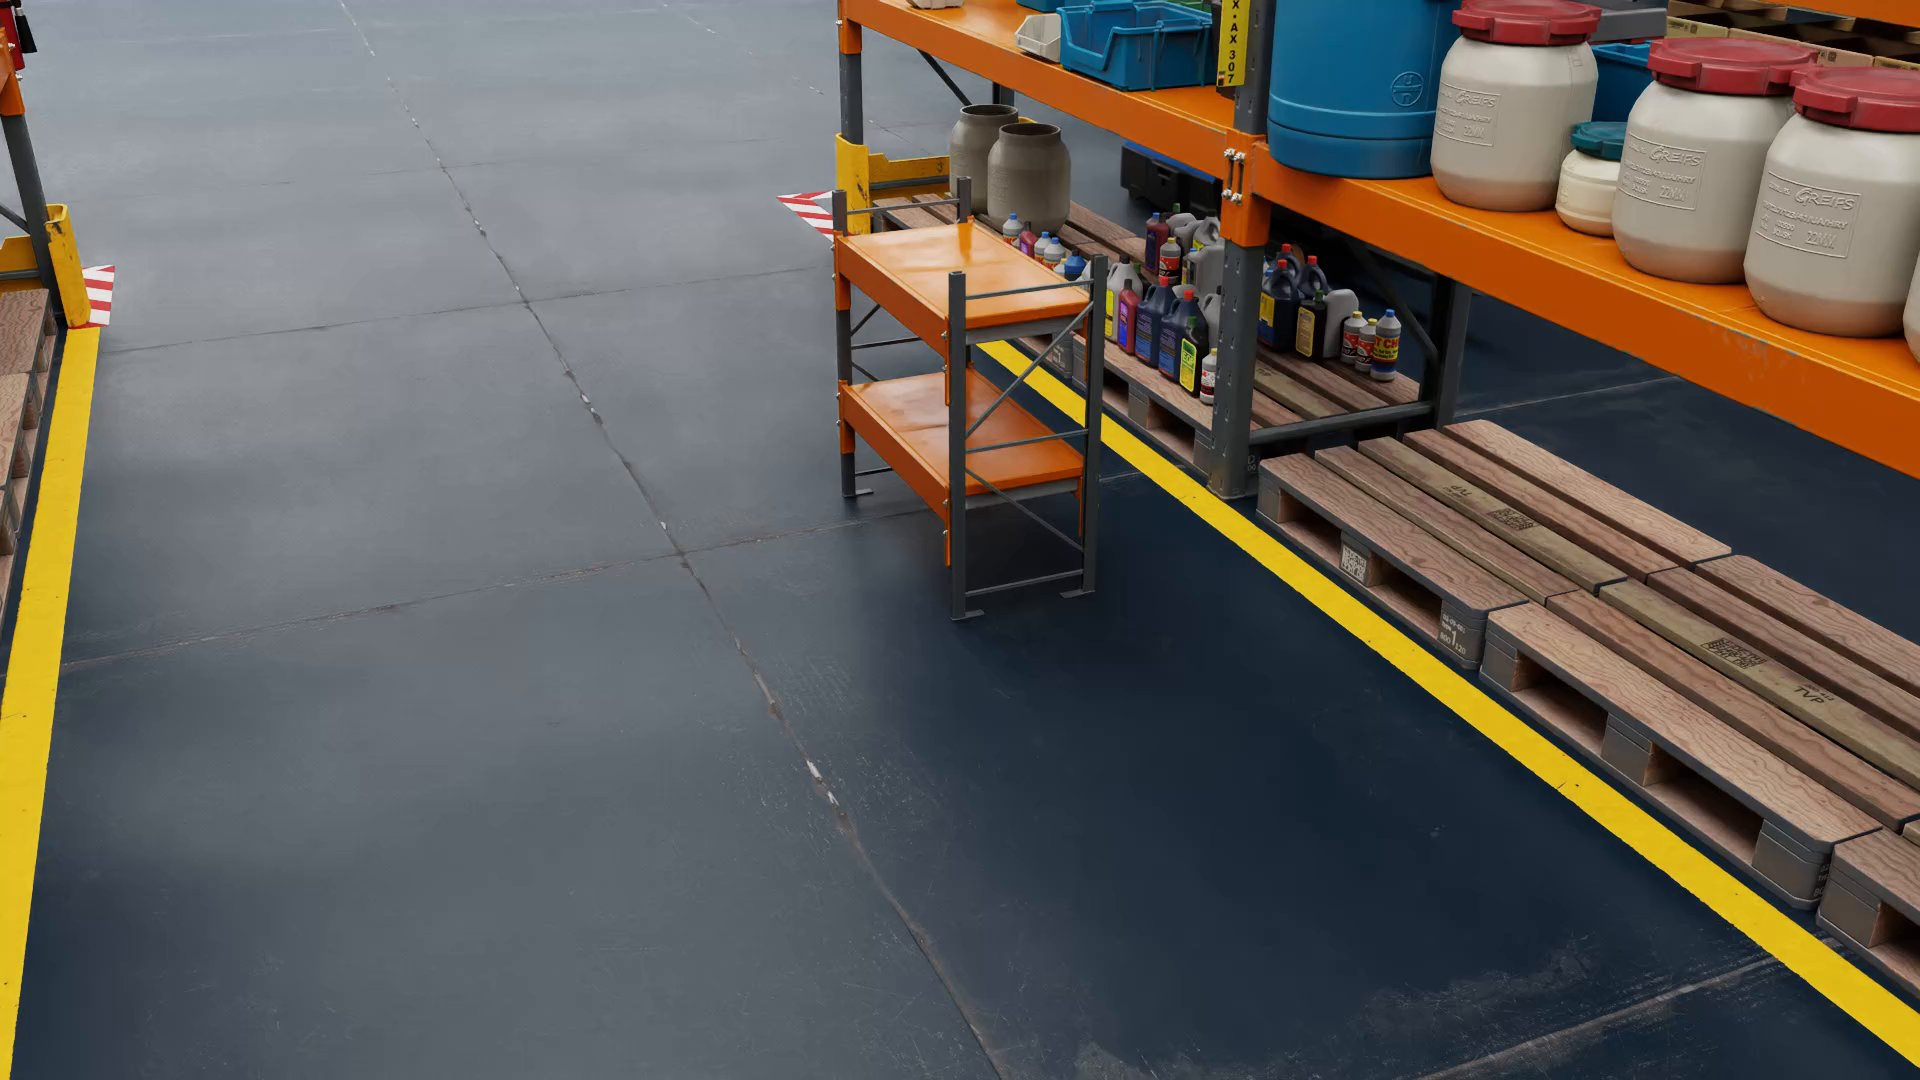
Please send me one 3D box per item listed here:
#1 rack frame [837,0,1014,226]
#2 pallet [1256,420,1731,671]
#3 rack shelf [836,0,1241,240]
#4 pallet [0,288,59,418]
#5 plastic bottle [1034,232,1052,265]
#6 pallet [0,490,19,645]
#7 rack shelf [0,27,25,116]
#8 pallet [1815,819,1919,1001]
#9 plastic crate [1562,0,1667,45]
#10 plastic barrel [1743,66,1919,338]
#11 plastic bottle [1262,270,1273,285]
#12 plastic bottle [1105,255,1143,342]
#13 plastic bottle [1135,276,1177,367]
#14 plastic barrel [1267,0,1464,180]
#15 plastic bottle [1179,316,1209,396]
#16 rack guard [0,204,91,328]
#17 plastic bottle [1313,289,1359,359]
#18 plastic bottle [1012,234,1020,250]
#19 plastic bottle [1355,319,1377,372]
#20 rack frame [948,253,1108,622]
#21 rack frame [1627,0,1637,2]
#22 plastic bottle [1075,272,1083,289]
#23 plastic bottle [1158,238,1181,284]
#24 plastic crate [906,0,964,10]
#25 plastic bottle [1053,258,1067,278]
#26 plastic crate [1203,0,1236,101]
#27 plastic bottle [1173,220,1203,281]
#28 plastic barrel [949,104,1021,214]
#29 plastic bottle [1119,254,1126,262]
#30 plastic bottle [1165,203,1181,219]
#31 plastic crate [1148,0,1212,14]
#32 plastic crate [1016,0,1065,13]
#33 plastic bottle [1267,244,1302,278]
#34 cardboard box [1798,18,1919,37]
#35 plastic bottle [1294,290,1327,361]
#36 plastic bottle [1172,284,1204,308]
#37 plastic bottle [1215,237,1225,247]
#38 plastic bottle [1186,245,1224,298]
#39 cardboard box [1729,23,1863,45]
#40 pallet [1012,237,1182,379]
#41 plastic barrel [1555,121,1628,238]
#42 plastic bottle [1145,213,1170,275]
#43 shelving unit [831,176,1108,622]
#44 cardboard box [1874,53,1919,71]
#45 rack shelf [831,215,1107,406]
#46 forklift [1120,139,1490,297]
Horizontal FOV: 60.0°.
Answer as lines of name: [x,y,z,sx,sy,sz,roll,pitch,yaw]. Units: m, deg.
rack frame: [-0.175,-3.208,8.901,1.000,3.000,0.127,-11,28,-21]
pallet: [1.735,-0.029,5.570,1.003,0.211,1.213,-11,28,-21]
rack shelf: [0.609,-2.077,7.405,1.077,0.370,4.000,-11,28,-21]
pallet: [-4.417,-0.739,7.023,1.003,0.211,1.213,-11,28,-21]
plastic bottle: [0.383,-1.256,7.511,0.097,0.271,0.097,0,26,0]
pallet: [-3.461,0.246,5.005,1.003,0.211,1.213,-11,28,-21]
rack shelf: [-3.949,-1.226,5.662,1.077,0.370,4.000,-11,28,-21]
pallet: [2.691,0.956,3.552,1.003,0.211,1.213,-11,28,-21]
plastic crate: [1.863,-1.479,5.287,0.402,0.464,0.583,-11,28,-21]
plastic barrel: [2.021,-0.759,3.731,0.433,0.535,0.433,0,26,0]
plastic bottle: [1.290,-1.000,6.987,0.097,0.271,0.097,0,26,0]
plastic bottle: [0.673,-1.019,6.935,0.144,0.351,0.185,-11,28,-21]
plastic bottle: [0.799,-0.888,6.668,0.144,0.351,0.185,-12,29,-23]
plastic barrel: [1.264,-1.610,5.058,0.600,0.901,0.708,-11,28,-21]
plastic bottle: [0.900,-0.708,6.375,0.061,0.283,0.133,-9,27,-18]
rack guard: [-4.702,-1.203,7.644,1.175,0.500,0.348,-11,28,-21]
plastic bottle: [1.519,-0.896,6.770,0.152,0.276,0.135,-10,28,-19]
plastic bottle: [0.289,-1.321,7.724,0.097,0.201,0.097,0,26,0]
plastic bottle: [1.631,-0.778,6.613,0.097,0.201,0.097,0,26,0]
rack frame: [0.202,-0.298,5.077,0.500,1.125,0.032,-11,28,-21]
rack frame: [4.384,-4.057,10.641,1.000,3.000,0.127,-11,28,-21]
plastic bottle: [0.541,-1.061,7.192,0.097,0.201,0.097,0,26,0]
plastic bottle: [0.968,-1.290,7.662,0.097,0.201,0.097,0,26,0]
plastic crate: [-0.120,-2.673,8.106,0.298,0.136,0.250,-11,28,-21]
plastic bottle: [0.461,-1.144,7.362,0.097,0.201,0.097,0,26,0]
plastic crate: [1.304,-1.798,6.085,0.767,0.338,0.504,-11,28,-21]
plastic bottle: [1.076,-1.353,7.705,0.152,0.276,0.135,-11,28,-22]
plastic barrel: [0.153,-2.026,8.837,0.421,0.512,0.421,0,26,0]
plastic bottle: [0.710,-1.073,7.124,0.061,0.283,0.133,-11,28,-21]
plastic bottle: [1.010,-1.475,7.946,0.061,0.283,0.133,-10,28,-19]
plastic crate: [1.120,-2.094,6.862,0.450,0.188,0.662,-11,28,-21]
plastic crate: [0.546,-2.727,8.086,0.499,0.251,0.408,-11,28,-21]
plastic bottle: [1.384,-1.074,7.048,0.144,0.351,0.185,-12,28,-23]
cardboard box: [5.273,-2.781,9.827,0.500,0.500,0.500,-11,28,-21]
plastic bottle: [1.421,-0.881,6.731,0.061,0.283,0.133,-11,28,-21]
plastic bottle: [0.926,-0.890,6.757,0.152,0.276,0.135,-11,28,-21]
plastic bottle: [1.217,-1.245,7.399,0.144,0.351,0.185,-11,28,-21]
plastic bottle: [1.091,-1.176,7.343,0.152,0.276,0.135,-11,28,-21]
cardboard box: [4.795,-2.692,9.644,0.500,0.500,0.500,-11,28,-21]
pallet: [0.686,-1.111,7.786,1.003,0.211,1.213,-11,28,-21]
plastic barrel: [1.769,-0.970,4.476,0.301,0.262,0.301,0,26,0]
plastic bottle: [0.924,-1.394,7.780,0.061,0.283,0.133,-11,28,-21]
shelving unit: [0.003,-0.503,5.498,0.538,1.125,1.048,-11,28,-21]
cardboard box: [5.184,-2.287,8.816,0.500,0.500,0.500,-11,28,-21]
rack shelf: [0.003,-0.766,5.369,0.538,0.278,1.000,-11,28,-21]
forklift: [2.026,-2.883,8.315,1.130,2.935,3.031,-11,28,-22]
